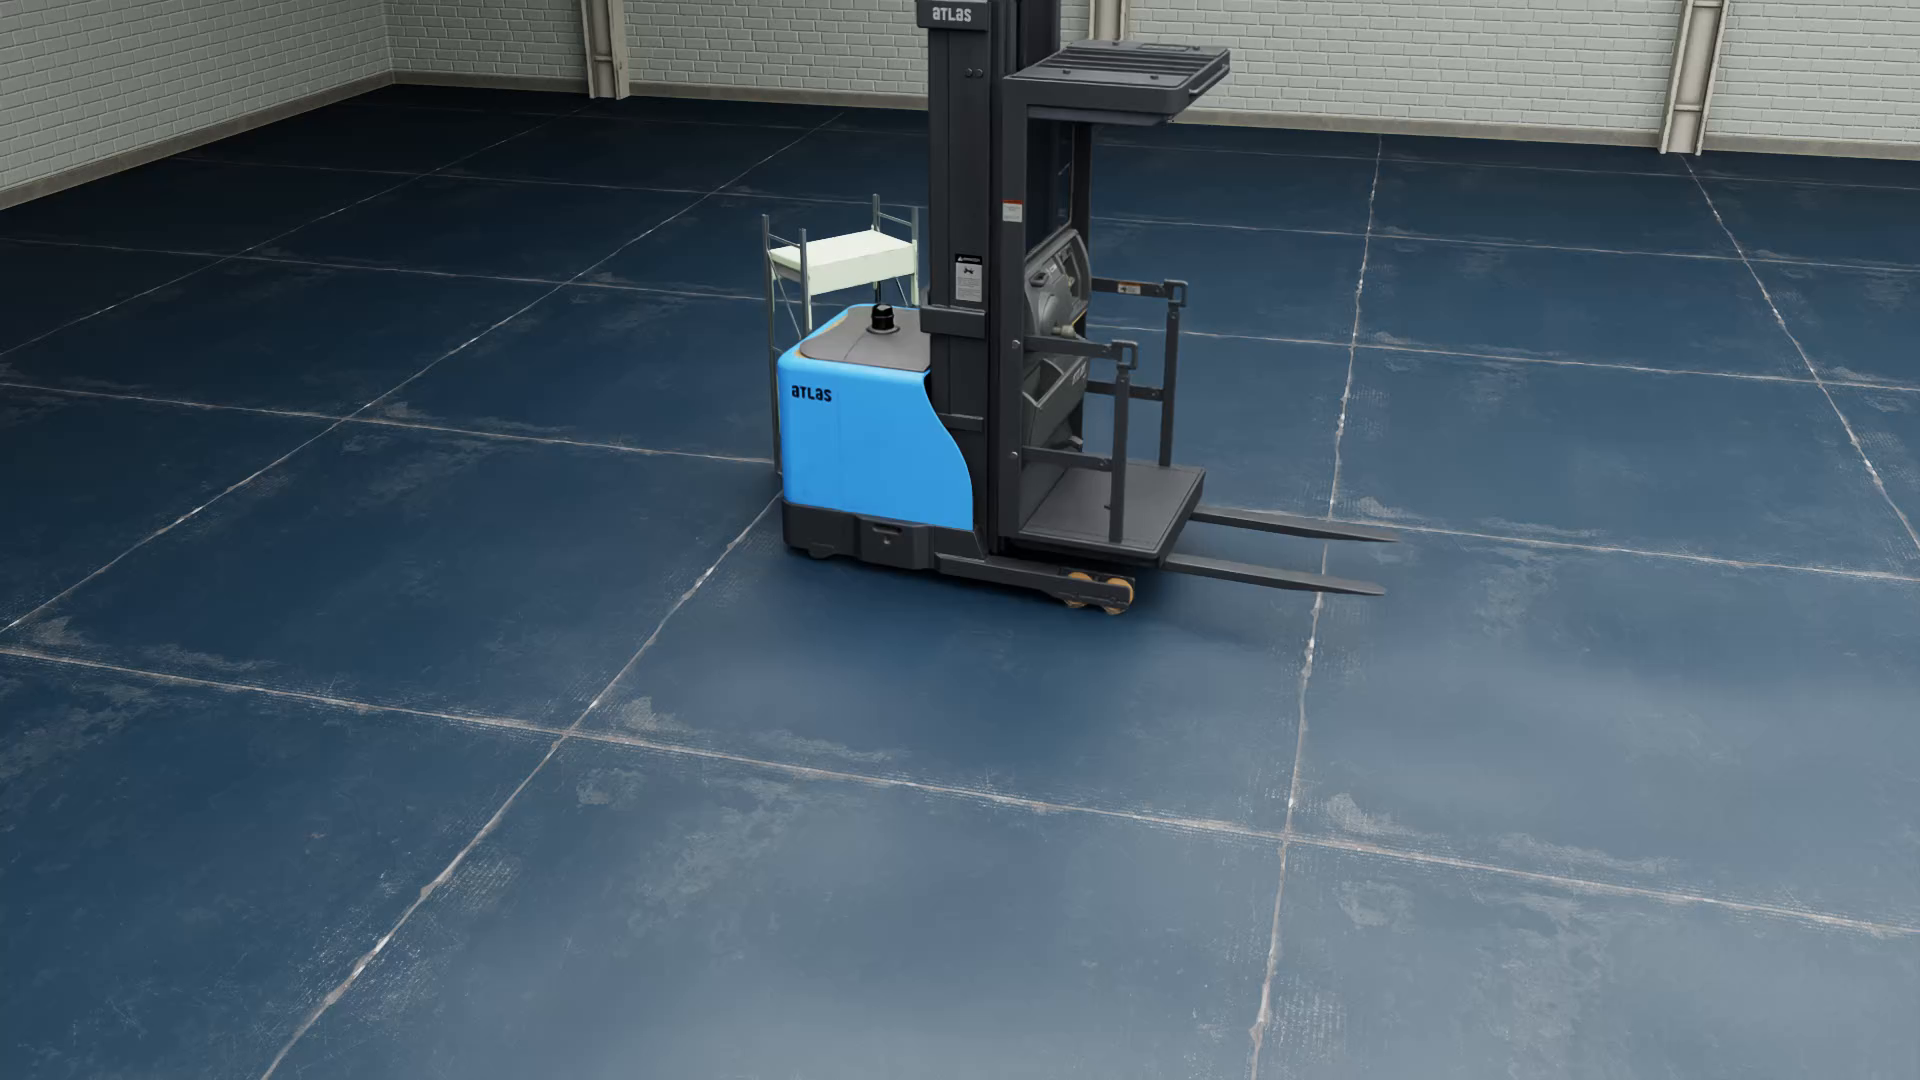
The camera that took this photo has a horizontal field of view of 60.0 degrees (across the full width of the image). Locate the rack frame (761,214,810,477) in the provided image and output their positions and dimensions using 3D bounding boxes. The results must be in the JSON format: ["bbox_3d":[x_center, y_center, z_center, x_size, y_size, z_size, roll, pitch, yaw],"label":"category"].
[{"bbox_3d":[-0.934,-1.003,9.113,0.023,1.500,0.400,-19,31,-34],"label":"rack frame"}]

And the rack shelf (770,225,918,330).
[{"bbox_3d":[-0.647,-1.453,9.150,0.720,0.370,0.431,-19,31,-34],"label":"rack shelf"}]

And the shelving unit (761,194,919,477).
[{"bbox_3d":[-0.647,-1.101,9.317,0.755,1.500,0.431,-19,31,-34],"label":"shelving unit"}]

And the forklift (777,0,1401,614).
[{"bbox_3d":[0.658,-1.227,7.918,3.031,2.935,1.130,9,27,18],"label":"forklift"}]

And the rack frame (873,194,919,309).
[{"bbox_3d":[-0.359,-1.198,9.522,0.023,1.500,0.400,-19,31,-34],"label":"rack frame"}]

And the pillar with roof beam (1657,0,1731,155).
[{"bbox_3d":[6.363,-6.297,11.508,0.400,9.000,9.100,6,26,13],"label":"pillar with roof beam"}]

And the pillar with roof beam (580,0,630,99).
[{"bbox_3d":[-5.259,-7.582,14.206,0.400,9.000,9.100,6,26,13],"label":"pillar with roof beam"}]

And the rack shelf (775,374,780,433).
[{"bbox_3d":[-0.647,-0.806,9.458,0.720,0.370,0.431,-19,31,-34],"label":"rack shelf"}]

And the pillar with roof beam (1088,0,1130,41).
[{"bbox_3d":[0.552,-6.939,12.857,0.400,9.000,9.100,6,26,13],"label":"pillar with roof beam"}]
